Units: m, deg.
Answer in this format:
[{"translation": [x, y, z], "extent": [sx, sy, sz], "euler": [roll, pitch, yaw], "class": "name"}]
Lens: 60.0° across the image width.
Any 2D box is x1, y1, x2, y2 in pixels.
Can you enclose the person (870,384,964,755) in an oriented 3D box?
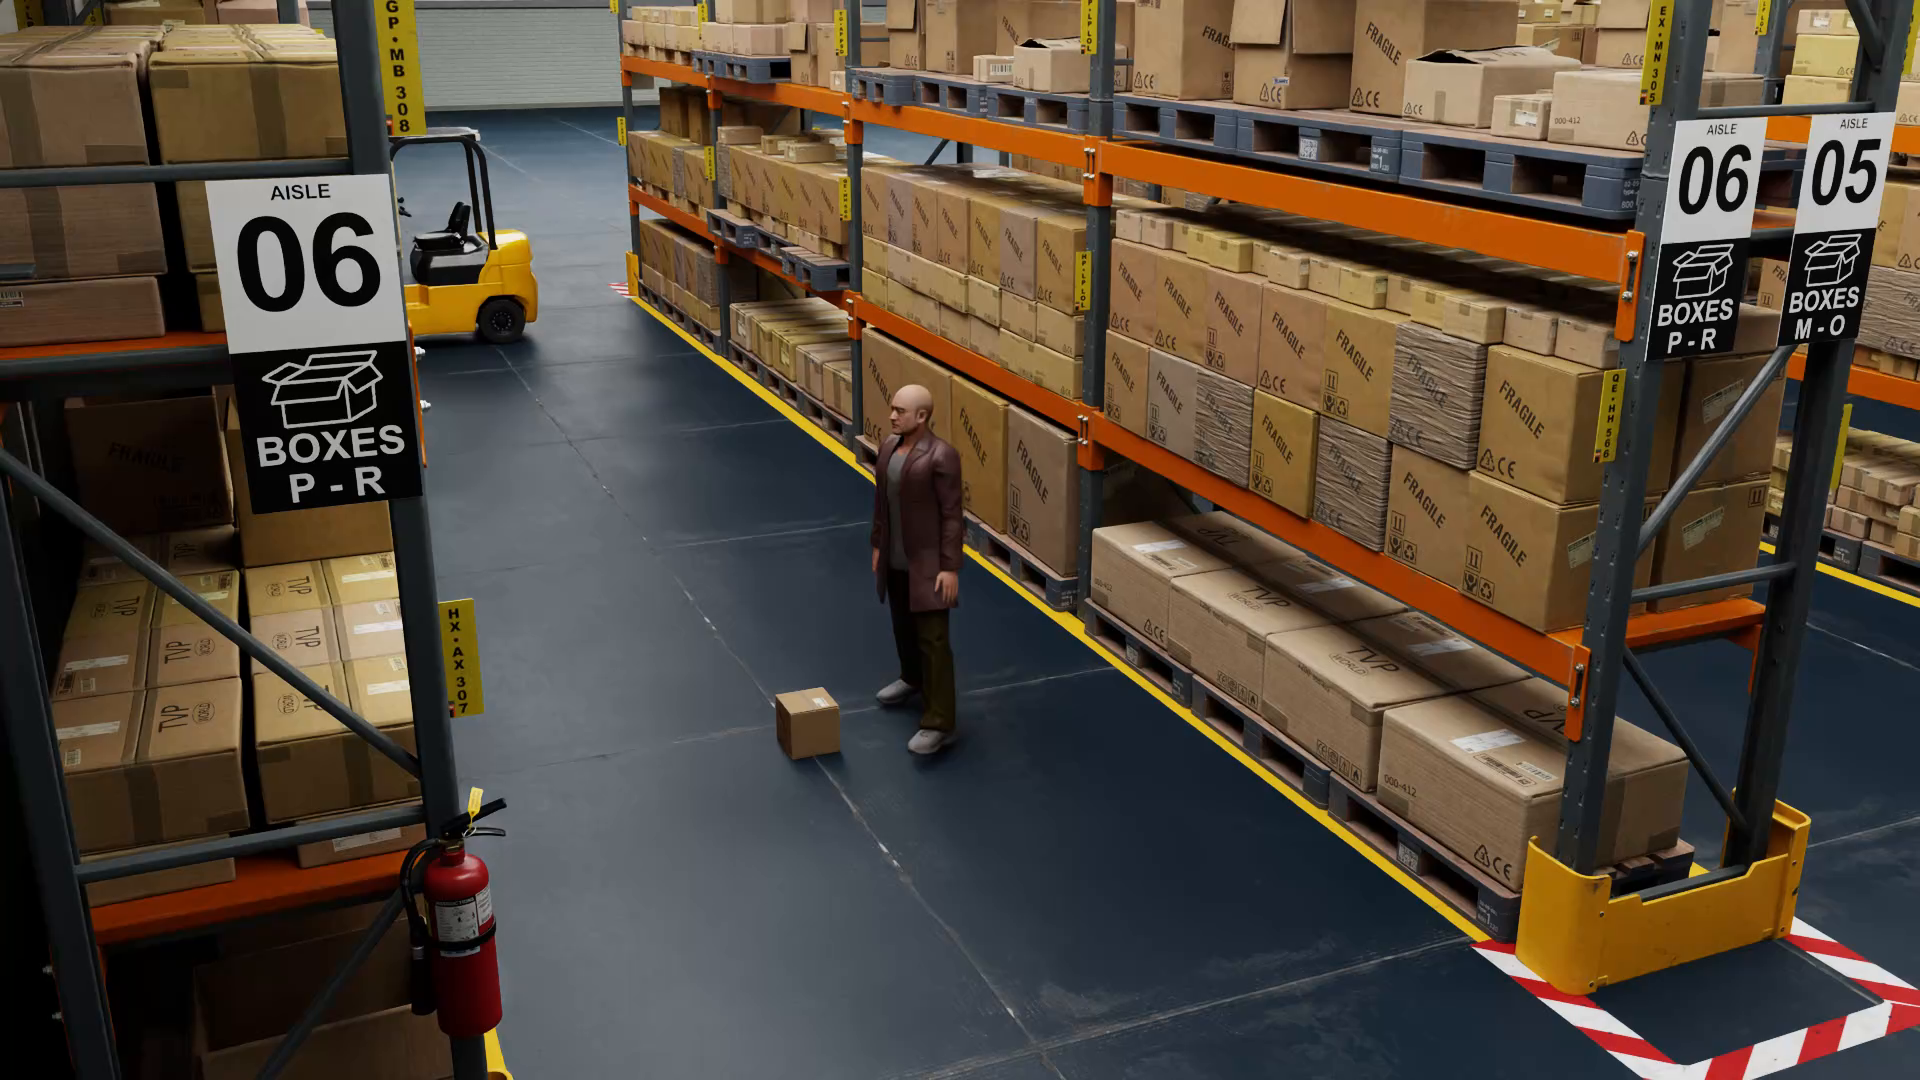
[{"translation": [-0.219, 0.103, 8.239], "extent": [0.728, 1.753, 0.761], "euler": [-17, 25, -42], "class": "person"}]
